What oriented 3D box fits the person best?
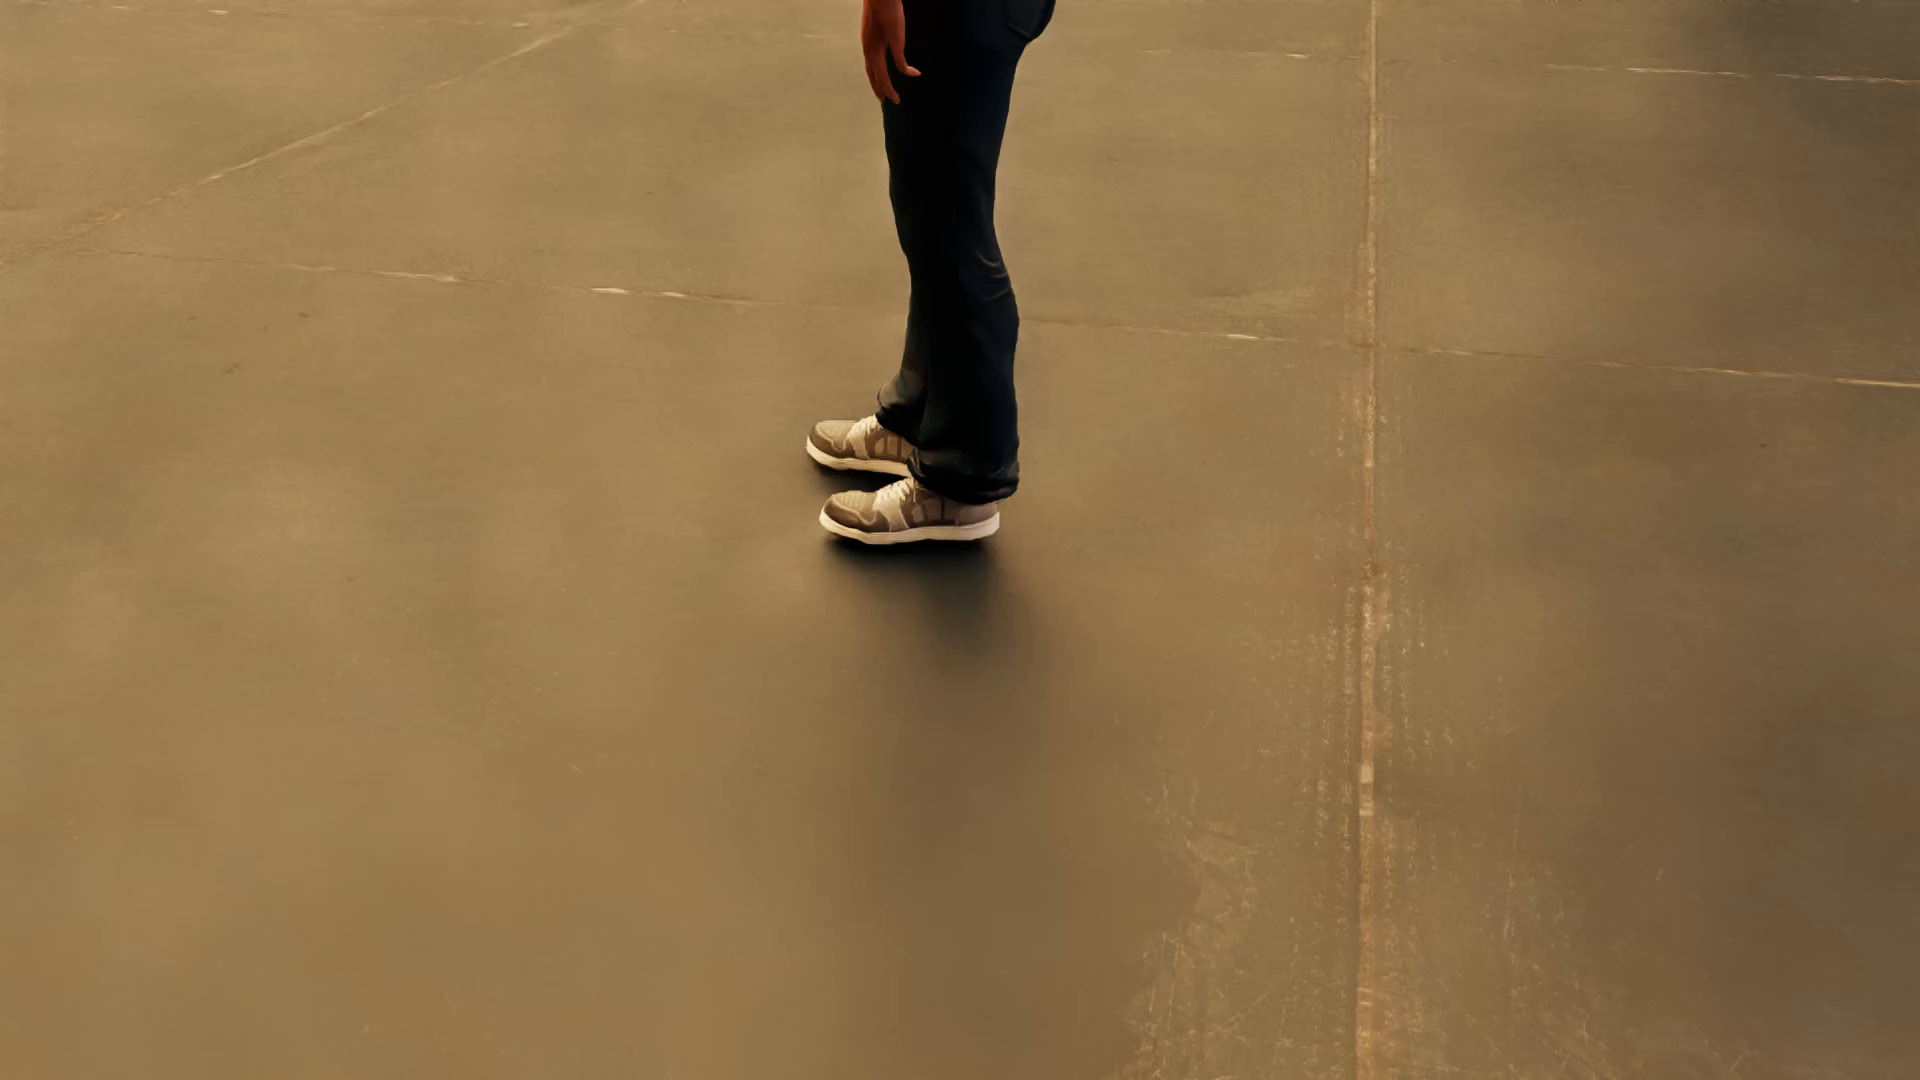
[{"bbox_3d":[-0.069,-0.733,2.163,0.474,1.597,0.520,6,27,11],"label":"person"}]
